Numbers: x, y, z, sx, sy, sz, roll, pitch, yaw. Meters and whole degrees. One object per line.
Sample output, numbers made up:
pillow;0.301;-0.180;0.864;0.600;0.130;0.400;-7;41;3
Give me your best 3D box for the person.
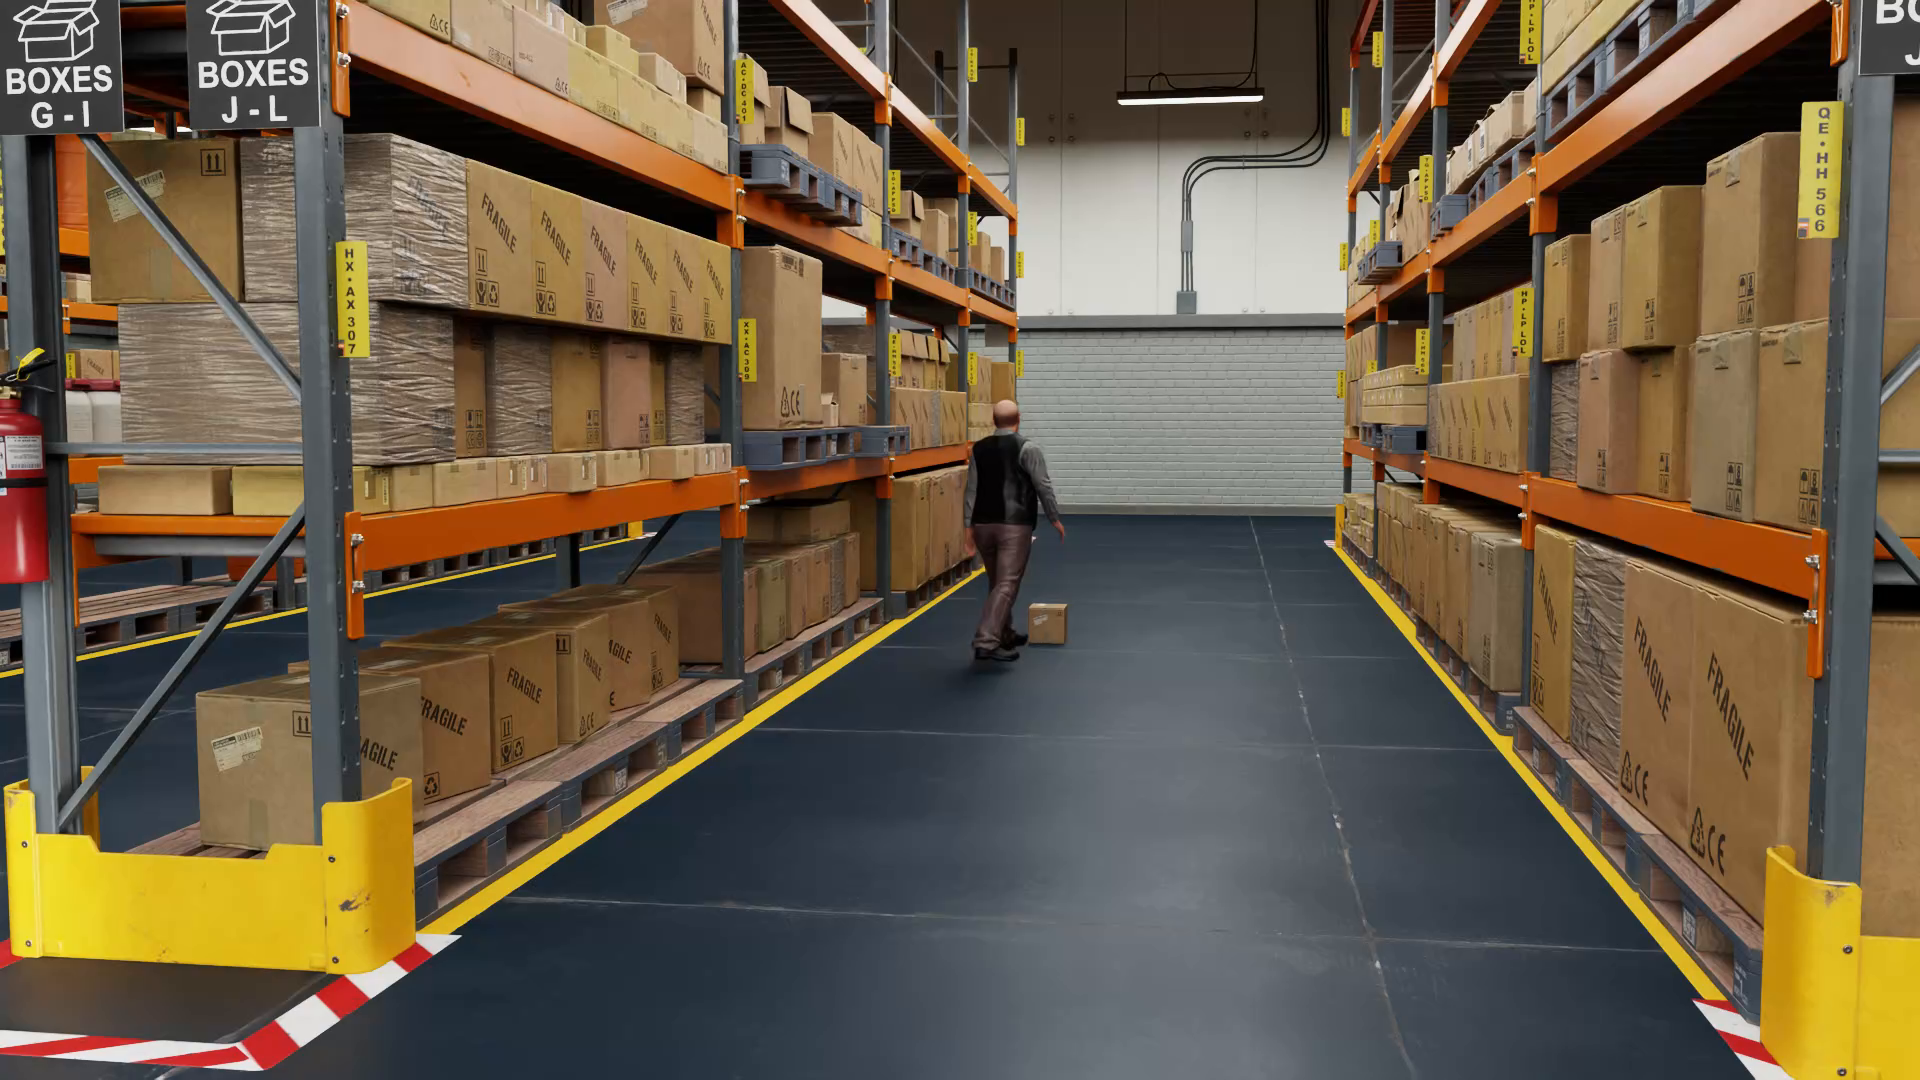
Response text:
person;0.317;-0.065;10.762;0.570;1.678;0.982;3;6;38
